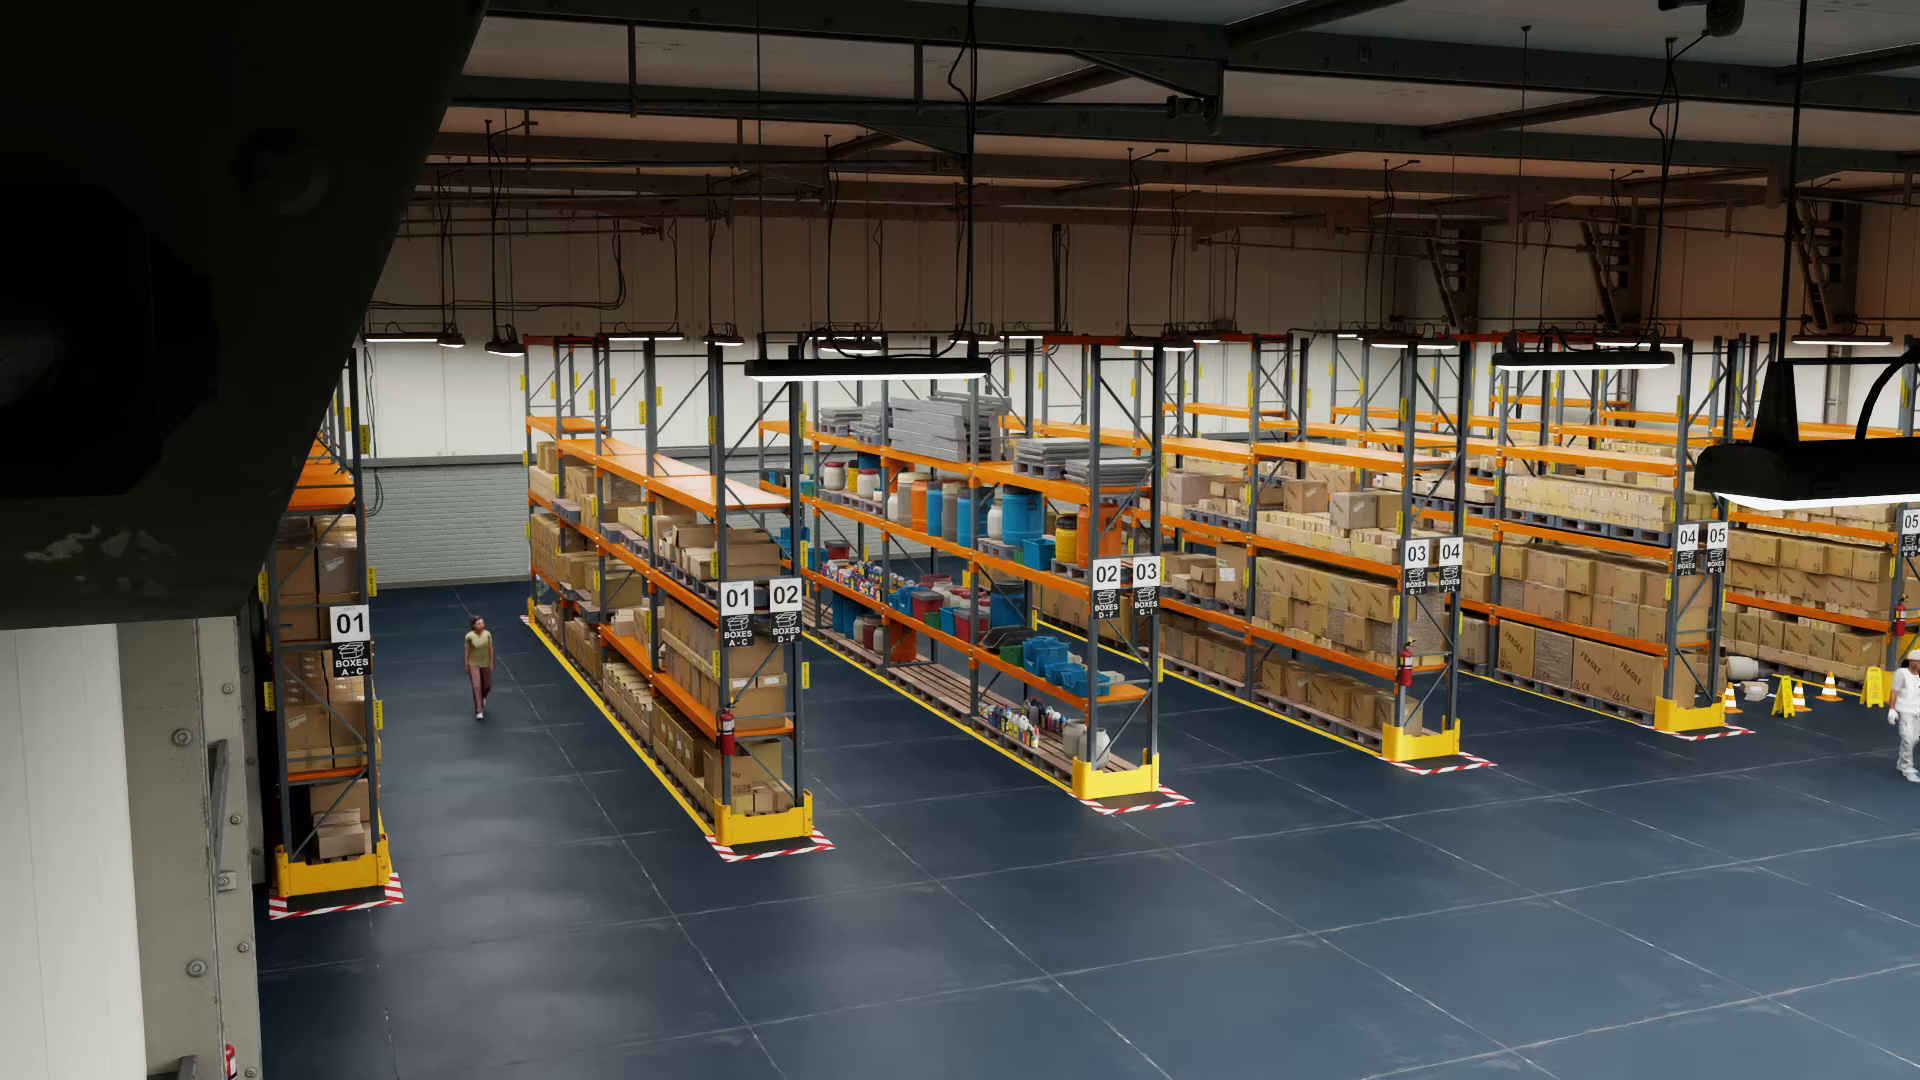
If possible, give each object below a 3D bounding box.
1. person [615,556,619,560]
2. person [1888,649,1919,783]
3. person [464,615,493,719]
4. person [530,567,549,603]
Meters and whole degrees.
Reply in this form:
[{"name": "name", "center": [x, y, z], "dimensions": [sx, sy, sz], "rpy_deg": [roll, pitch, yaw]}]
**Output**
[{"name": "person", "center": [-8.007, 0.453, 37.925], "dimensions": [0.578, 1.664, 1.070], "rpy_deg": [-3, 8, -24]}, {"name": "person", "center": [13.195, 2.412, 23.000], "dimensions": [0.631, 1.821, 0.593], "rpy_deg": [-1, 8, -8]}, {"name": "person", "center": [-7.703, 1.987, 26.618], "dimensions": [0.456, 1.623, 0.948], "rpy_deg": [-4, 8, -25]}, {"name": "person", "center": [-9.148, 0.691, 36.108], "dimensions": [0.391, 1.691, 0.503], "rpy_deg": [-3, 8, -20]}]
